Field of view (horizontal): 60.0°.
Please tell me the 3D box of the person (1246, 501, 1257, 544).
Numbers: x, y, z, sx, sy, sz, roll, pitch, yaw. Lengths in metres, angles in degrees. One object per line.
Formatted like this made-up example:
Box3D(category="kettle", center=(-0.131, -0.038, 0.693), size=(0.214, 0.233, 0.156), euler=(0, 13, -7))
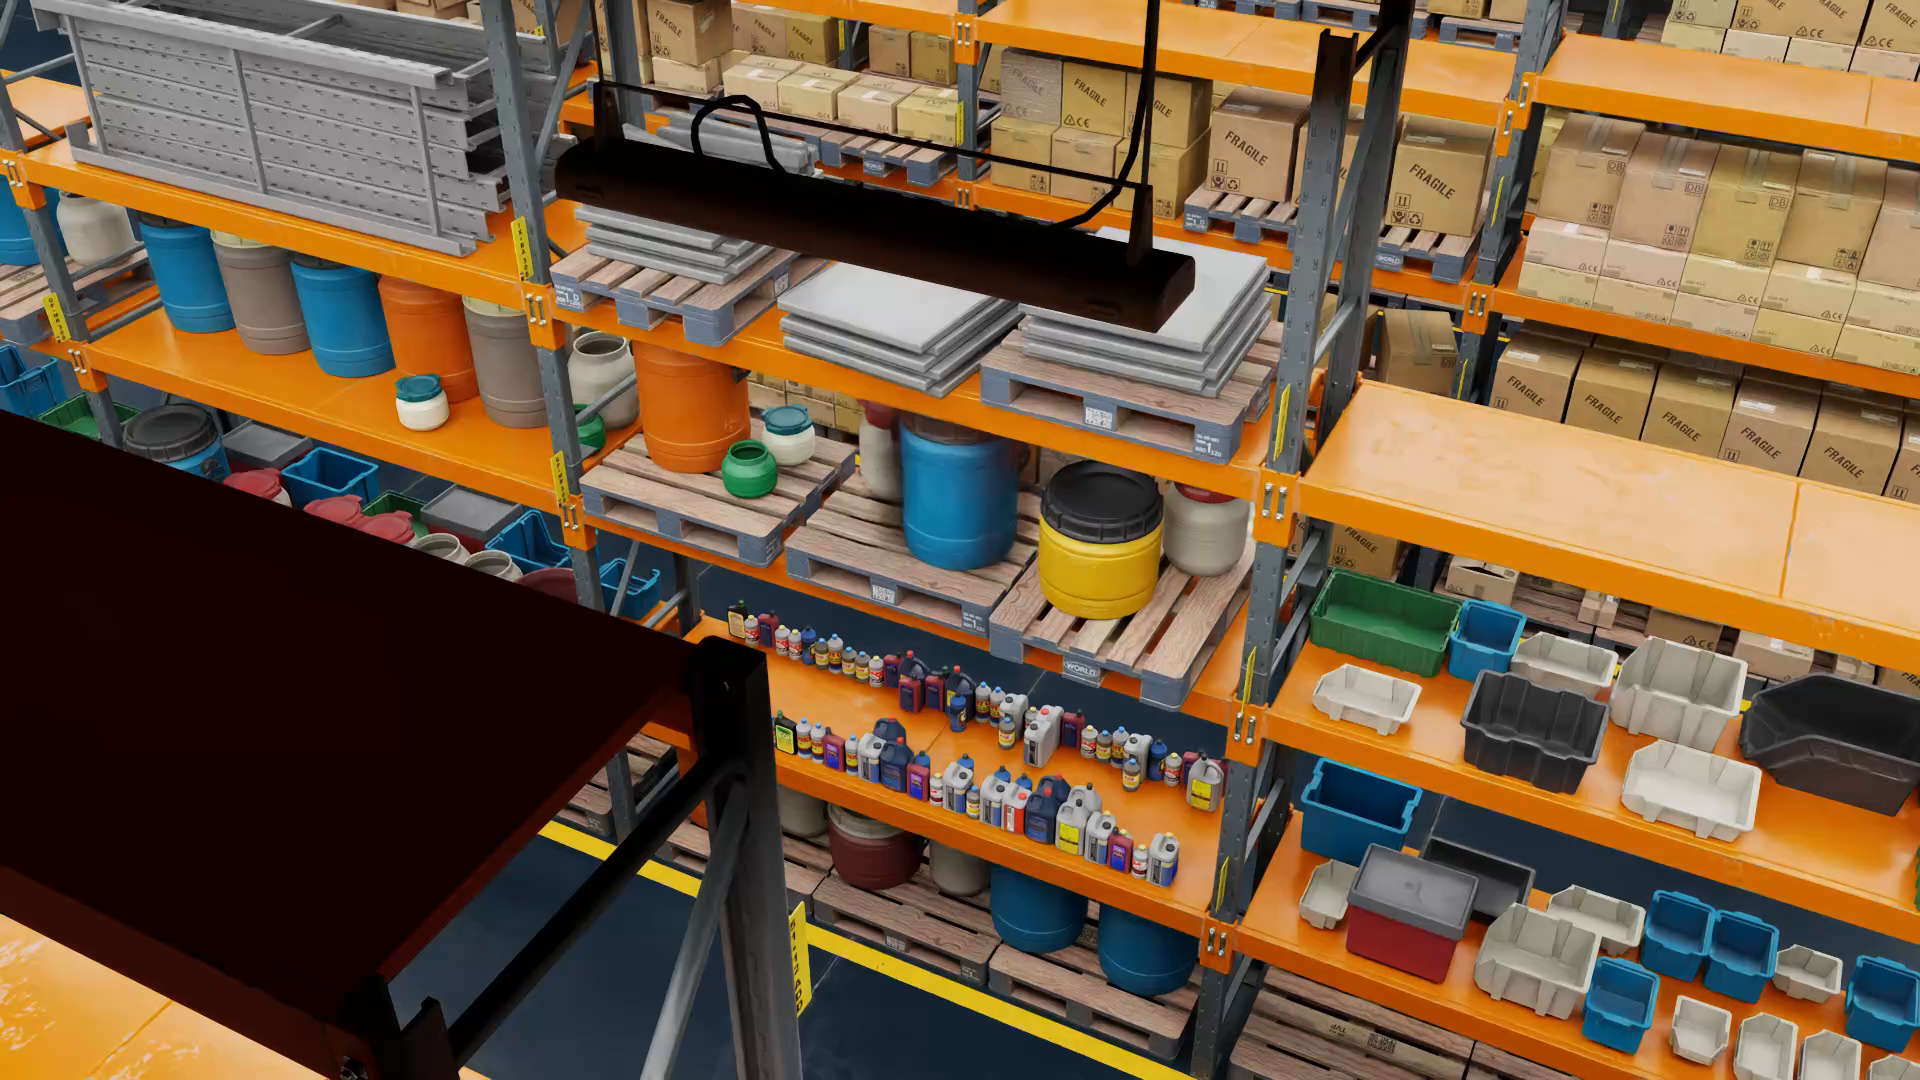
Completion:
Box3D(category="person", center=(1.875, -0.104, 12.141), size=(0.647, 1.663, 1.016), euler=(-21, 40, -27))
